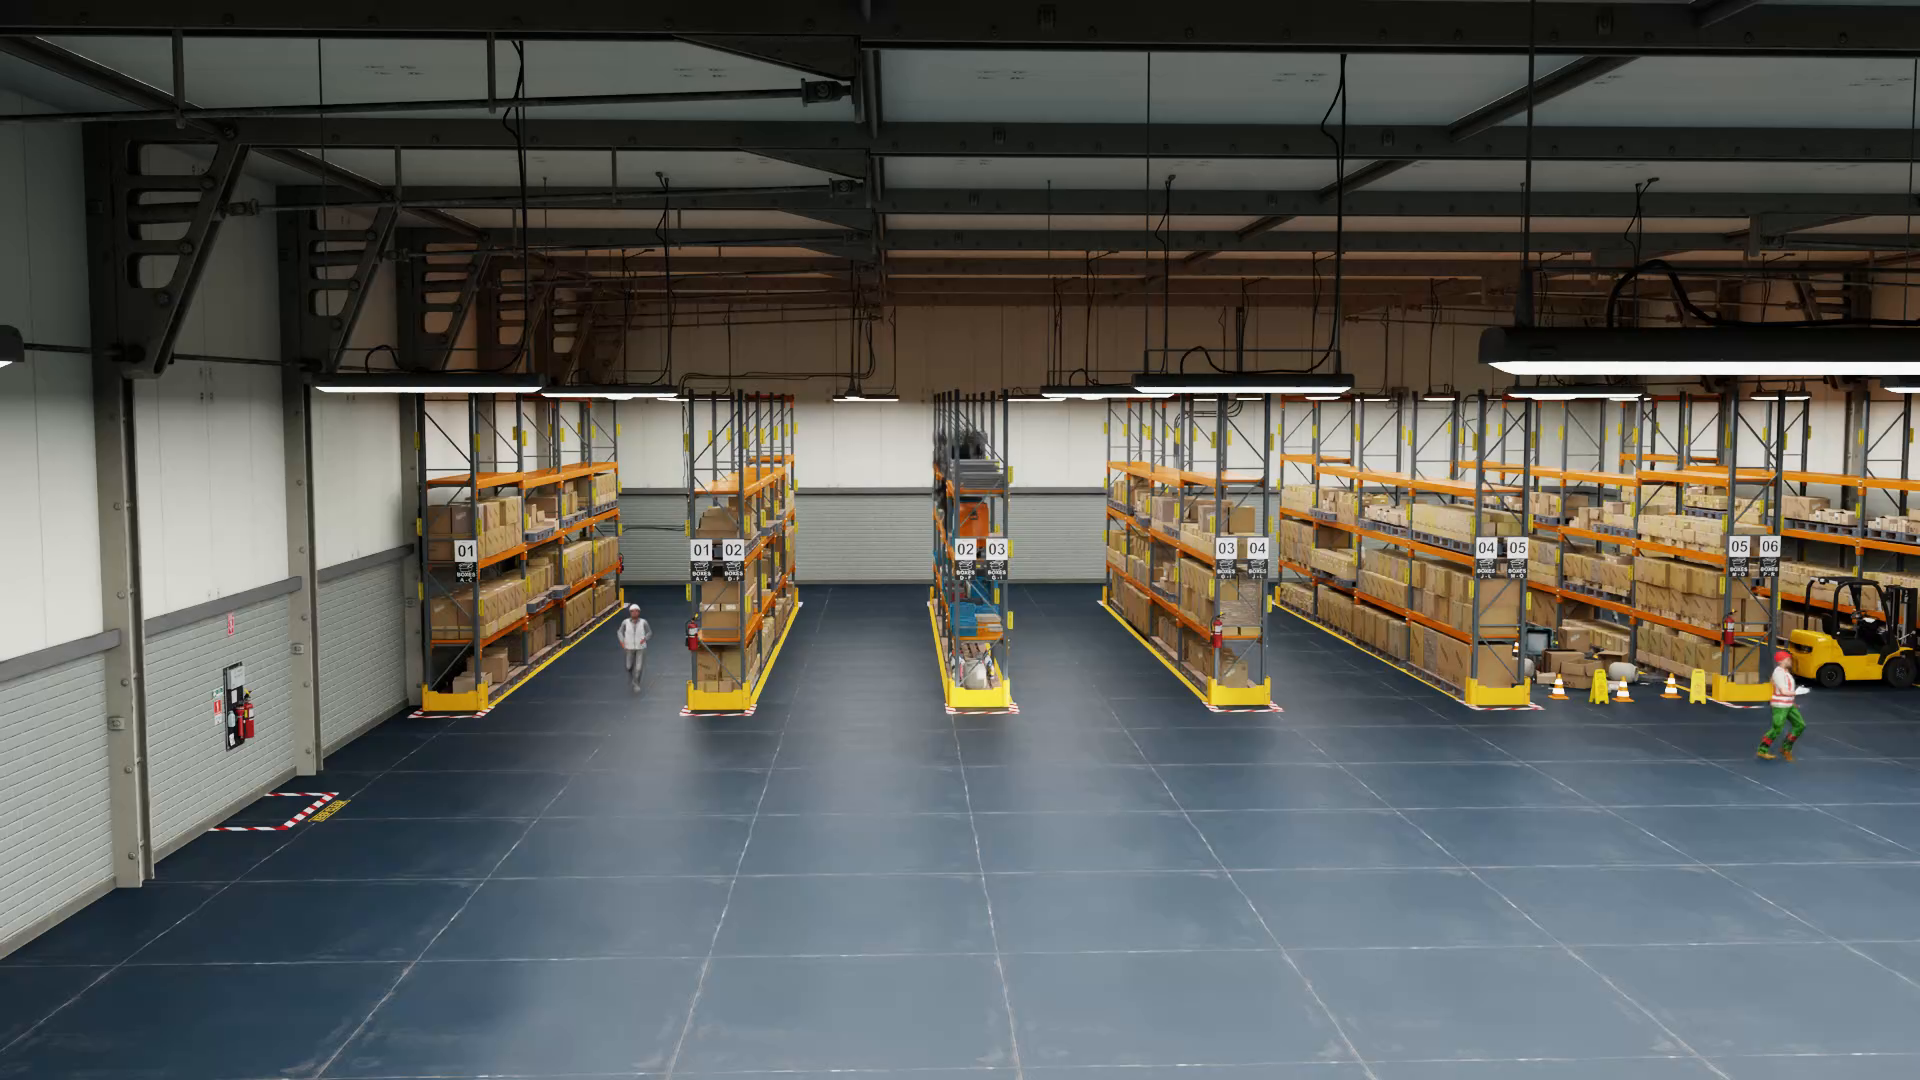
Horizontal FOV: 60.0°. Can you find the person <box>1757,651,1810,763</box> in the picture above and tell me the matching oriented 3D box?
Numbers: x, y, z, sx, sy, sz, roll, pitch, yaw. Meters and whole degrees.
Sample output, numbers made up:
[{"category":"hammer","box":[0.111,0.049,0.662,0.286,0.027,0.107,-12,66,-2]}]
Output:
[{"category":"person","box":[13.152,2.672,26.526,0.735,1.820,0.645,4,6,41]}]

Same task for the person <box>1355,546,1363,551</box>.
[{"category":"person","box":[11.276,1.009,47.079,0.669,1.734,0.577,-1,5,-12]}]

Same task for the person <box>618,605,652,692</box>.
[{"category":"person","box":[-6.488,2.157,33.202,0.688,1.739,0.593,-1,5,-8]}]

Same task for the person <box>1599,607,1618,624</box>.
[{"category":"person","box":[16.597,1.441,42.743,0.551,1.606,0.886,0,5,-1]}]
